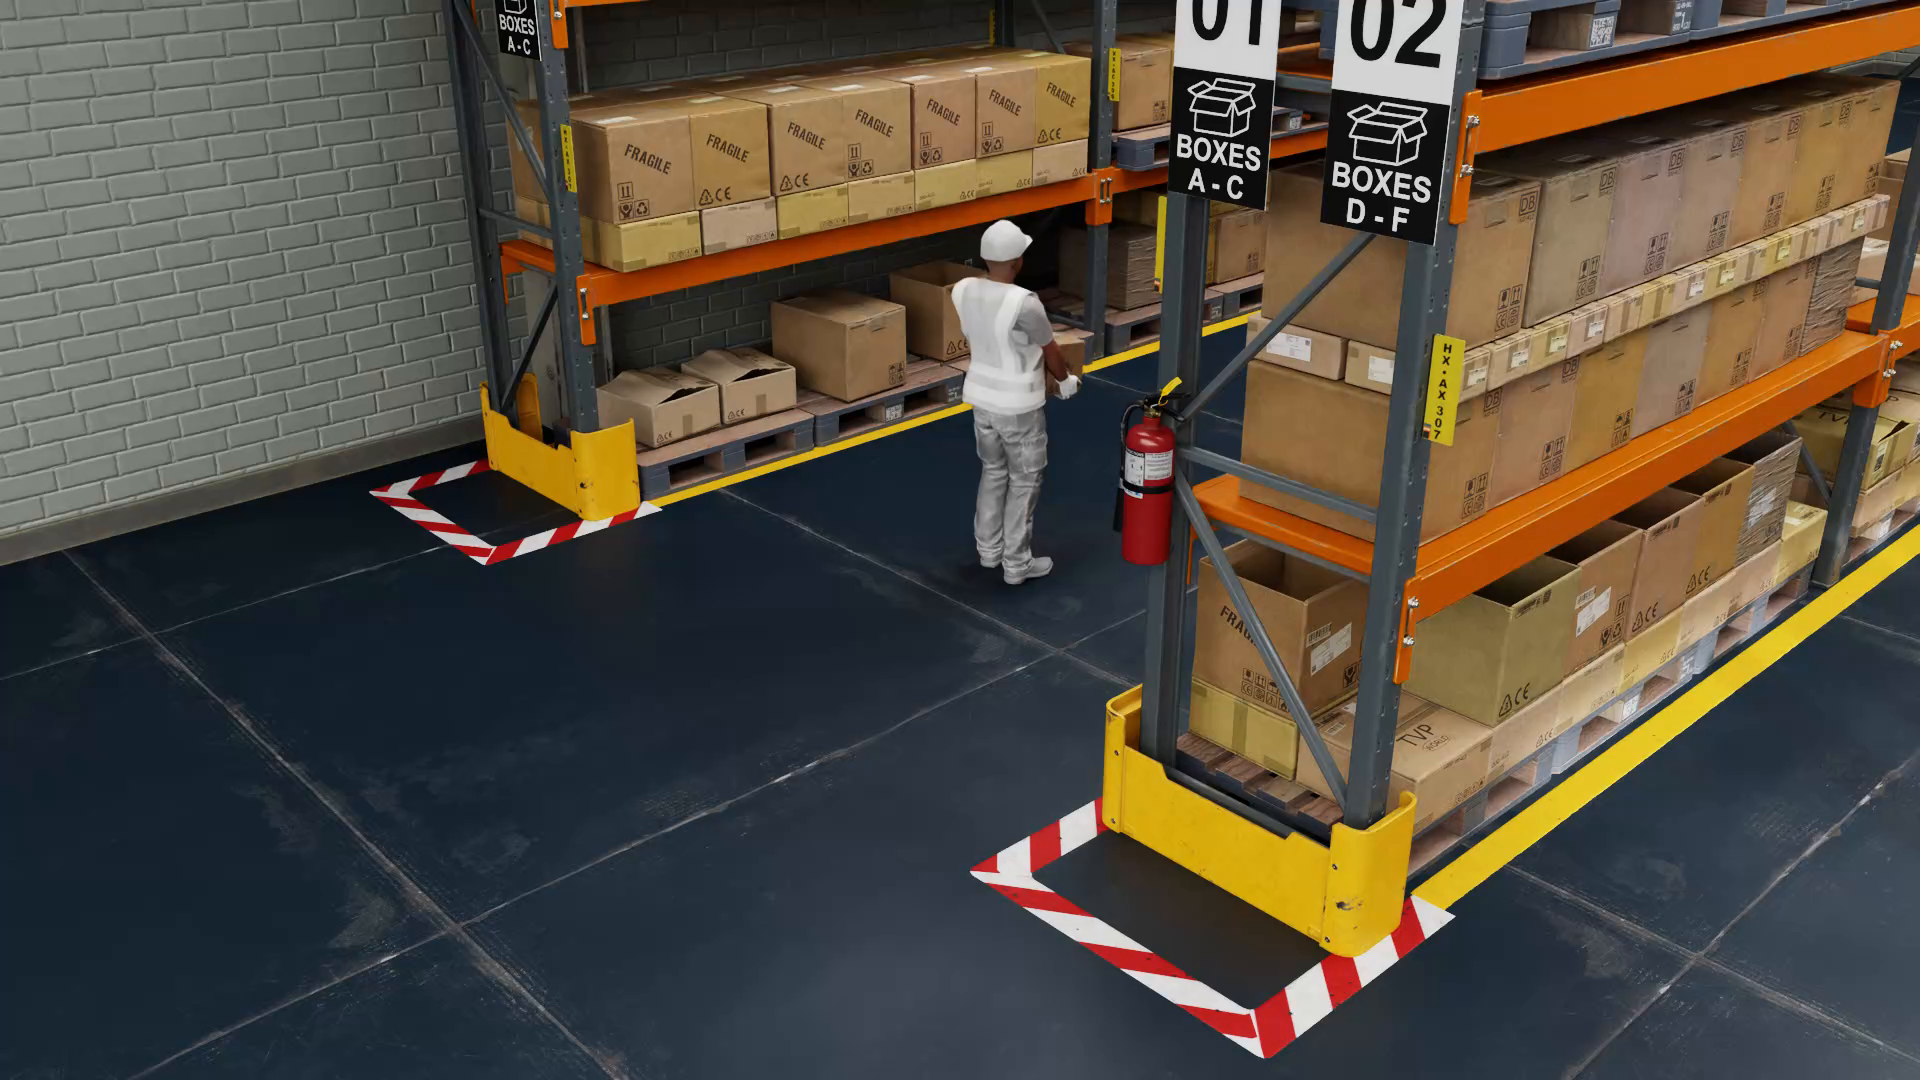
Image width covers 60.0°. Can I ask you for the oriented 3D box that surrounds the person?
[{"bbox_3d":[0.291,-0.696,8.133,0.566,1.782,0.489,-21,31,-39],"label":"person"}]
